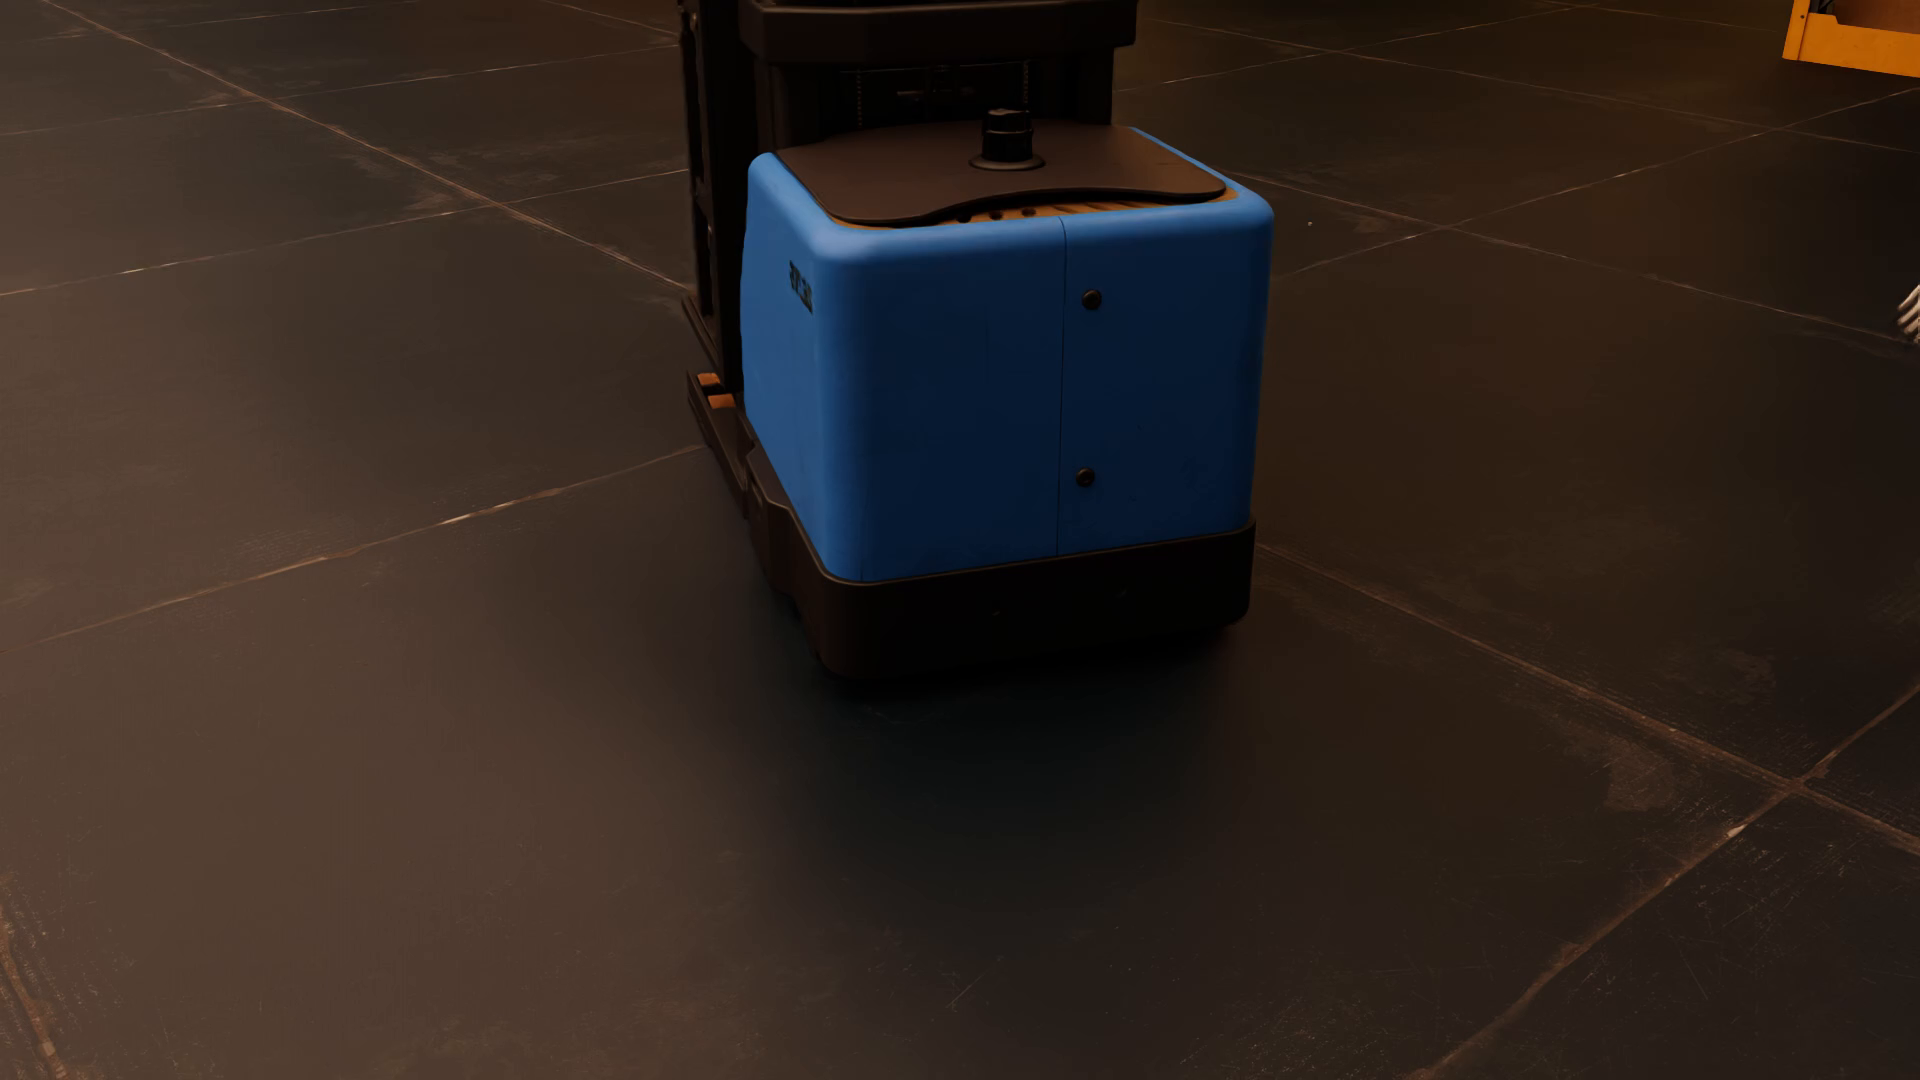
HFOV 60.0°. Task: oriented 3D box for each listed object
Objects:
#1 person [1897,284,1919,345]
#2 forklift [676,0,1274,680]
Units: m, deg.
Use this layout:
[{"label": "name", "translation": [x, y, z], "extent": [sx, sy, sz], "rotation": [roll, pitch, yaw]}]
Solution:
[{"label": "person", "translation": [2.689, -0.478, 3.758], "extent": [0.780, 1.549, 0.771], "rotation": [-14, 30, -27]}, {"label": "forklift", "translation": [-0.225, -1.636, 4.500], "extent": [1.130, 2.935, 3.031], "rotation": [-8, 27, -15]}]
